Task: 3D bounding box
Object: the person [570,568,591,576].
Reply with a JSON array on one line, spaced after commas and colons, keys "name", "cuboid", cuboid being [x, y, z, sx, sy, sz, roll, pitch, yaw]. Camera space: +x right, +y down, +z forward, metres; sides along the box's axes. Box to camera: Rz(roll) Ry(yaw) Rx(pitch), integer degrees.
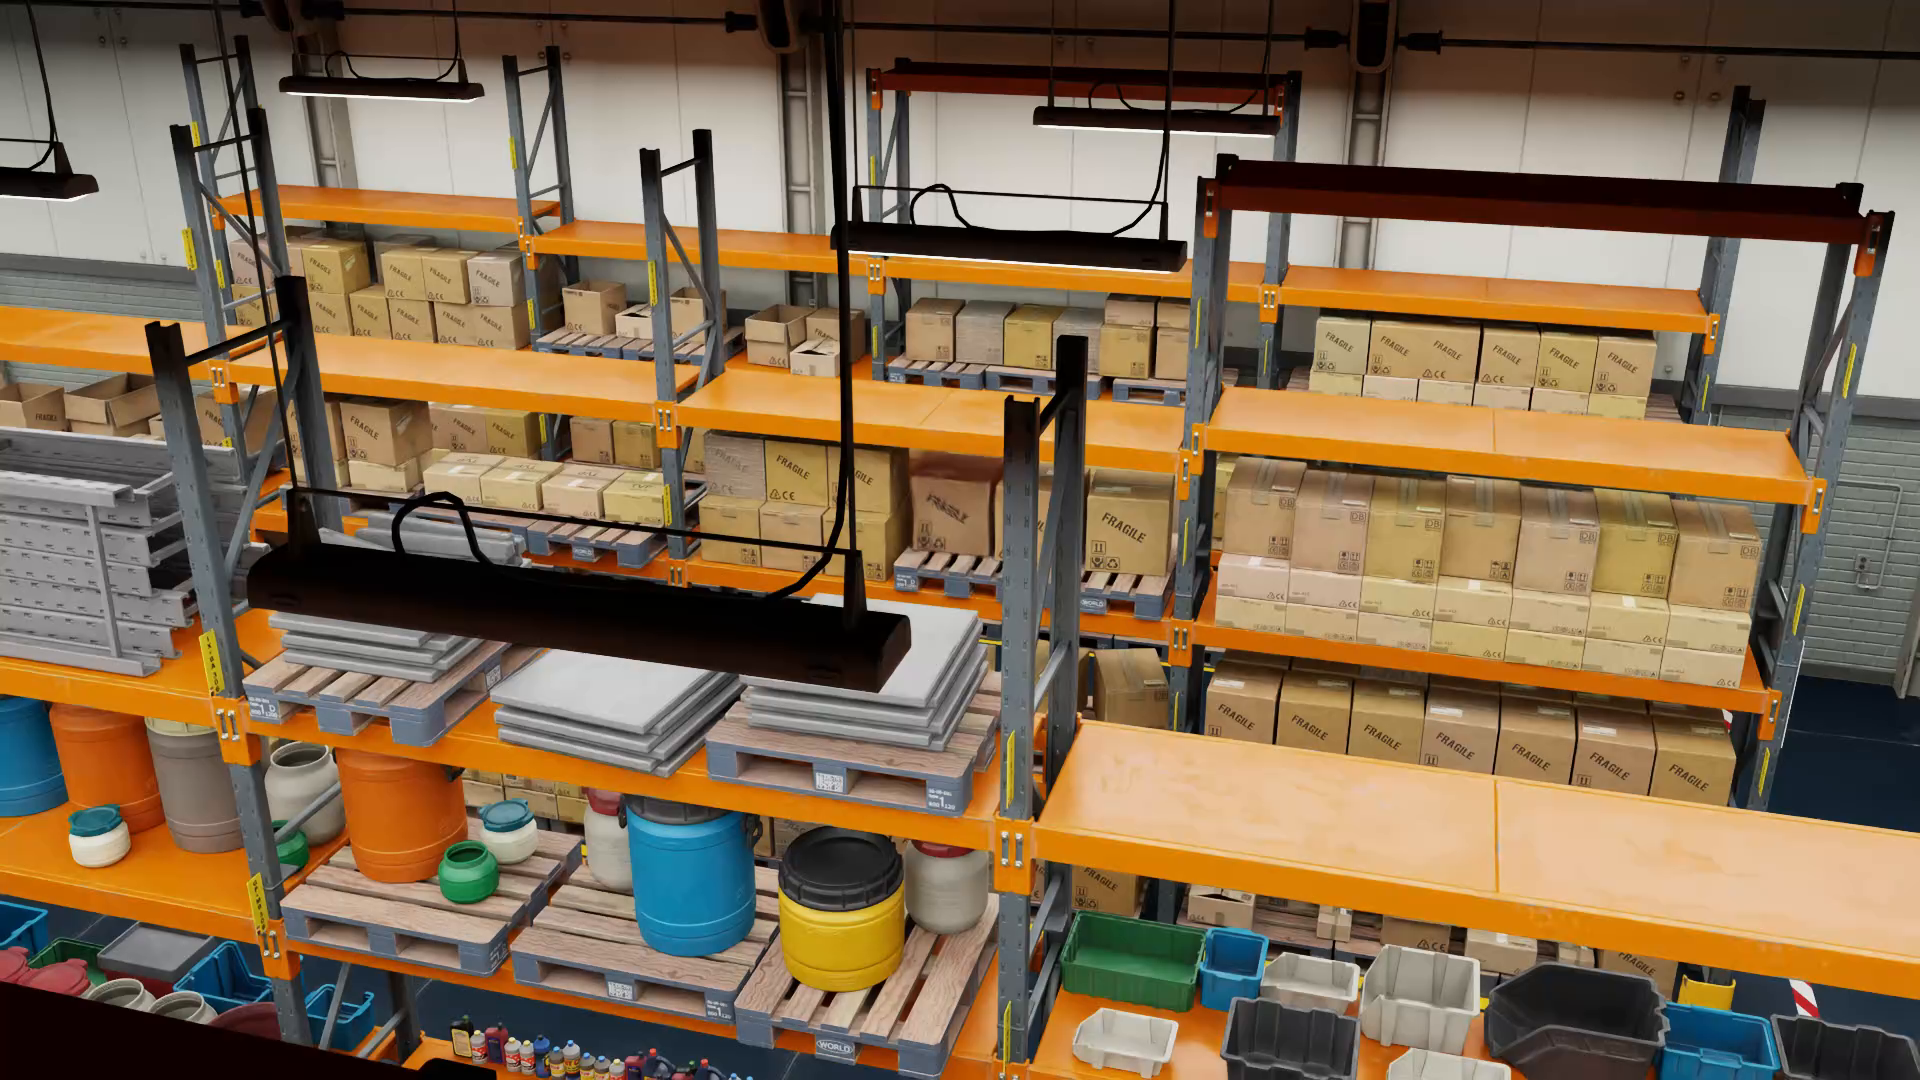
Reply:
[{"name": "person", "cuboid": [-3.674, 0.972, 16.202, 1.004, 1.669, 0.566, -2, 23, -4]}]
